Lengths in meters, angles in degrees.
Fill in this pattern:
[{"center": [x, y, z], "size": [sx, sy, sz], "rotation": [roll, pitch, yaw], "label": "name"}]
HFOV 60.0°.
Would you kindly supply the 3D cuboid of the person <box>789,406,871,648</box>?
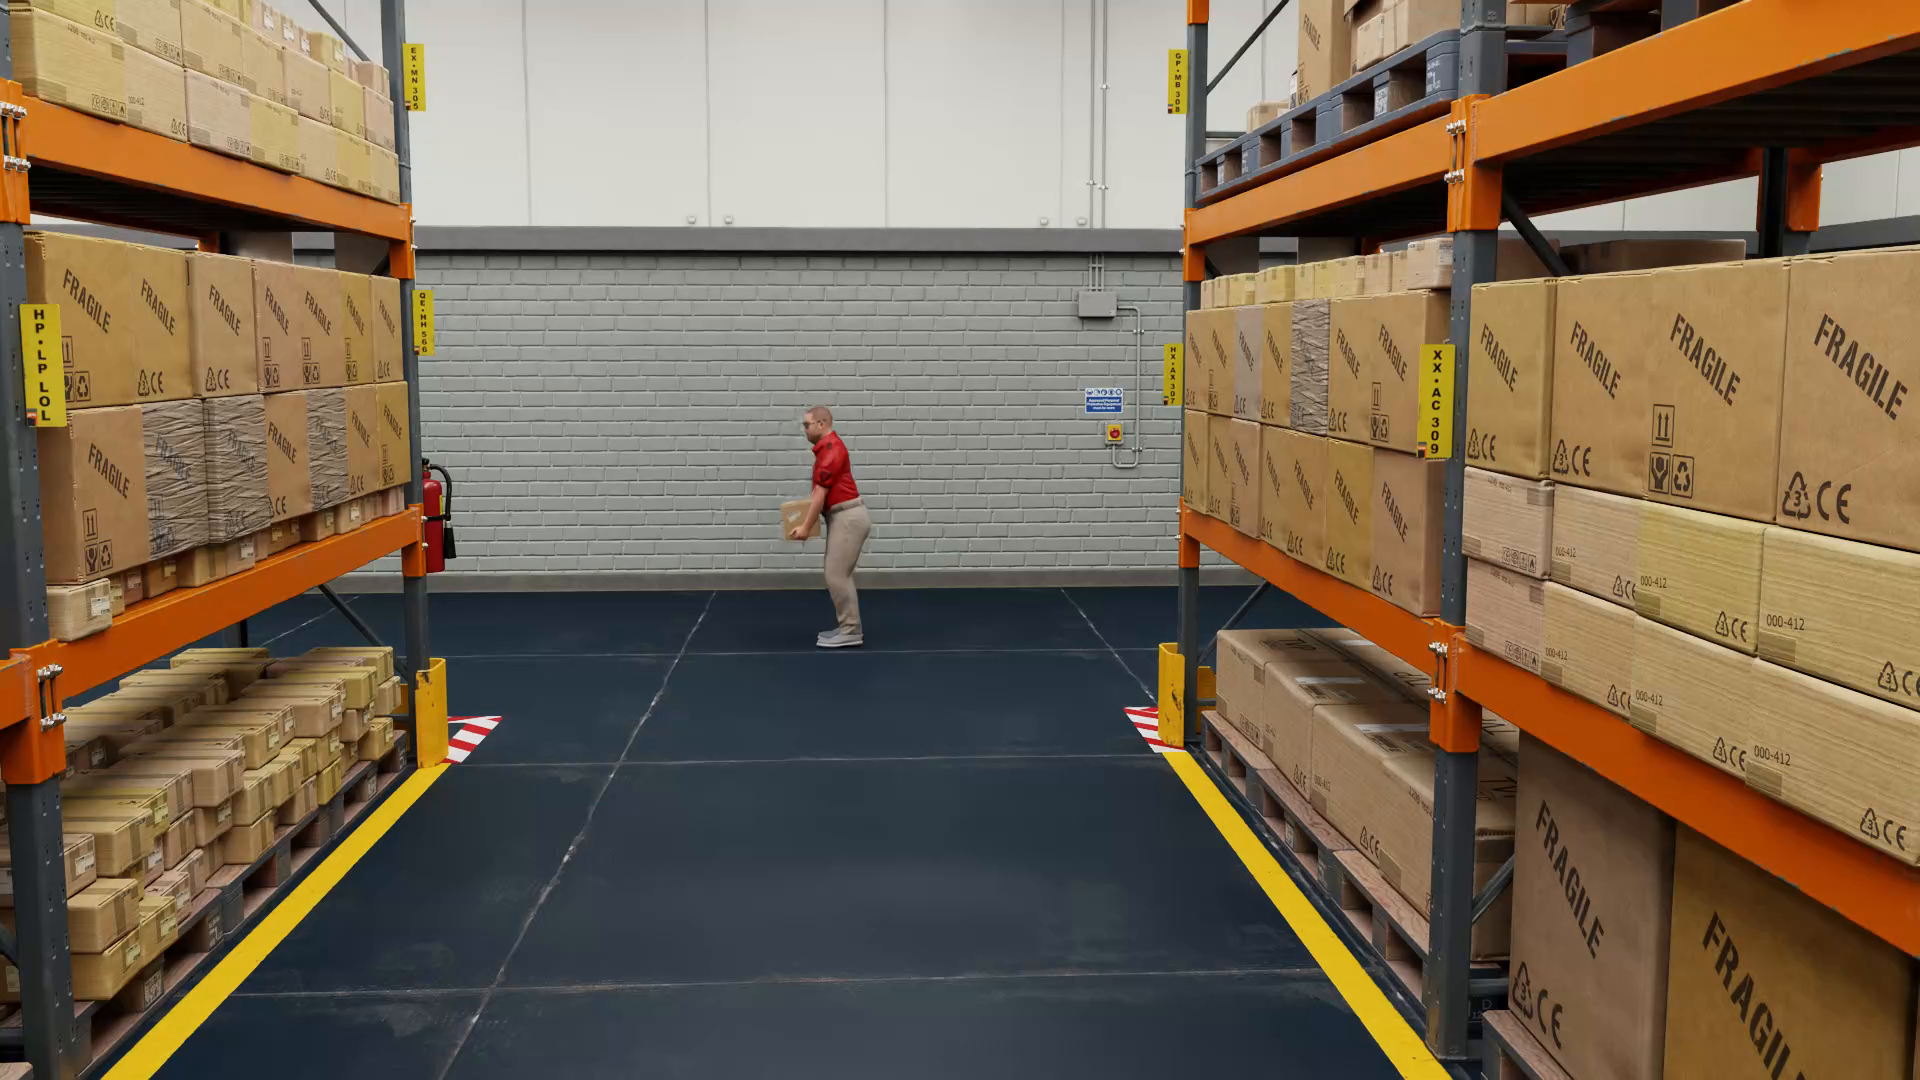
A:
[{"center": [-0.931, -0.097, 11.787], "size": [0.563, 1.700, 0.483], "rotation": [-1, 7, -5], "label": "person"}]
